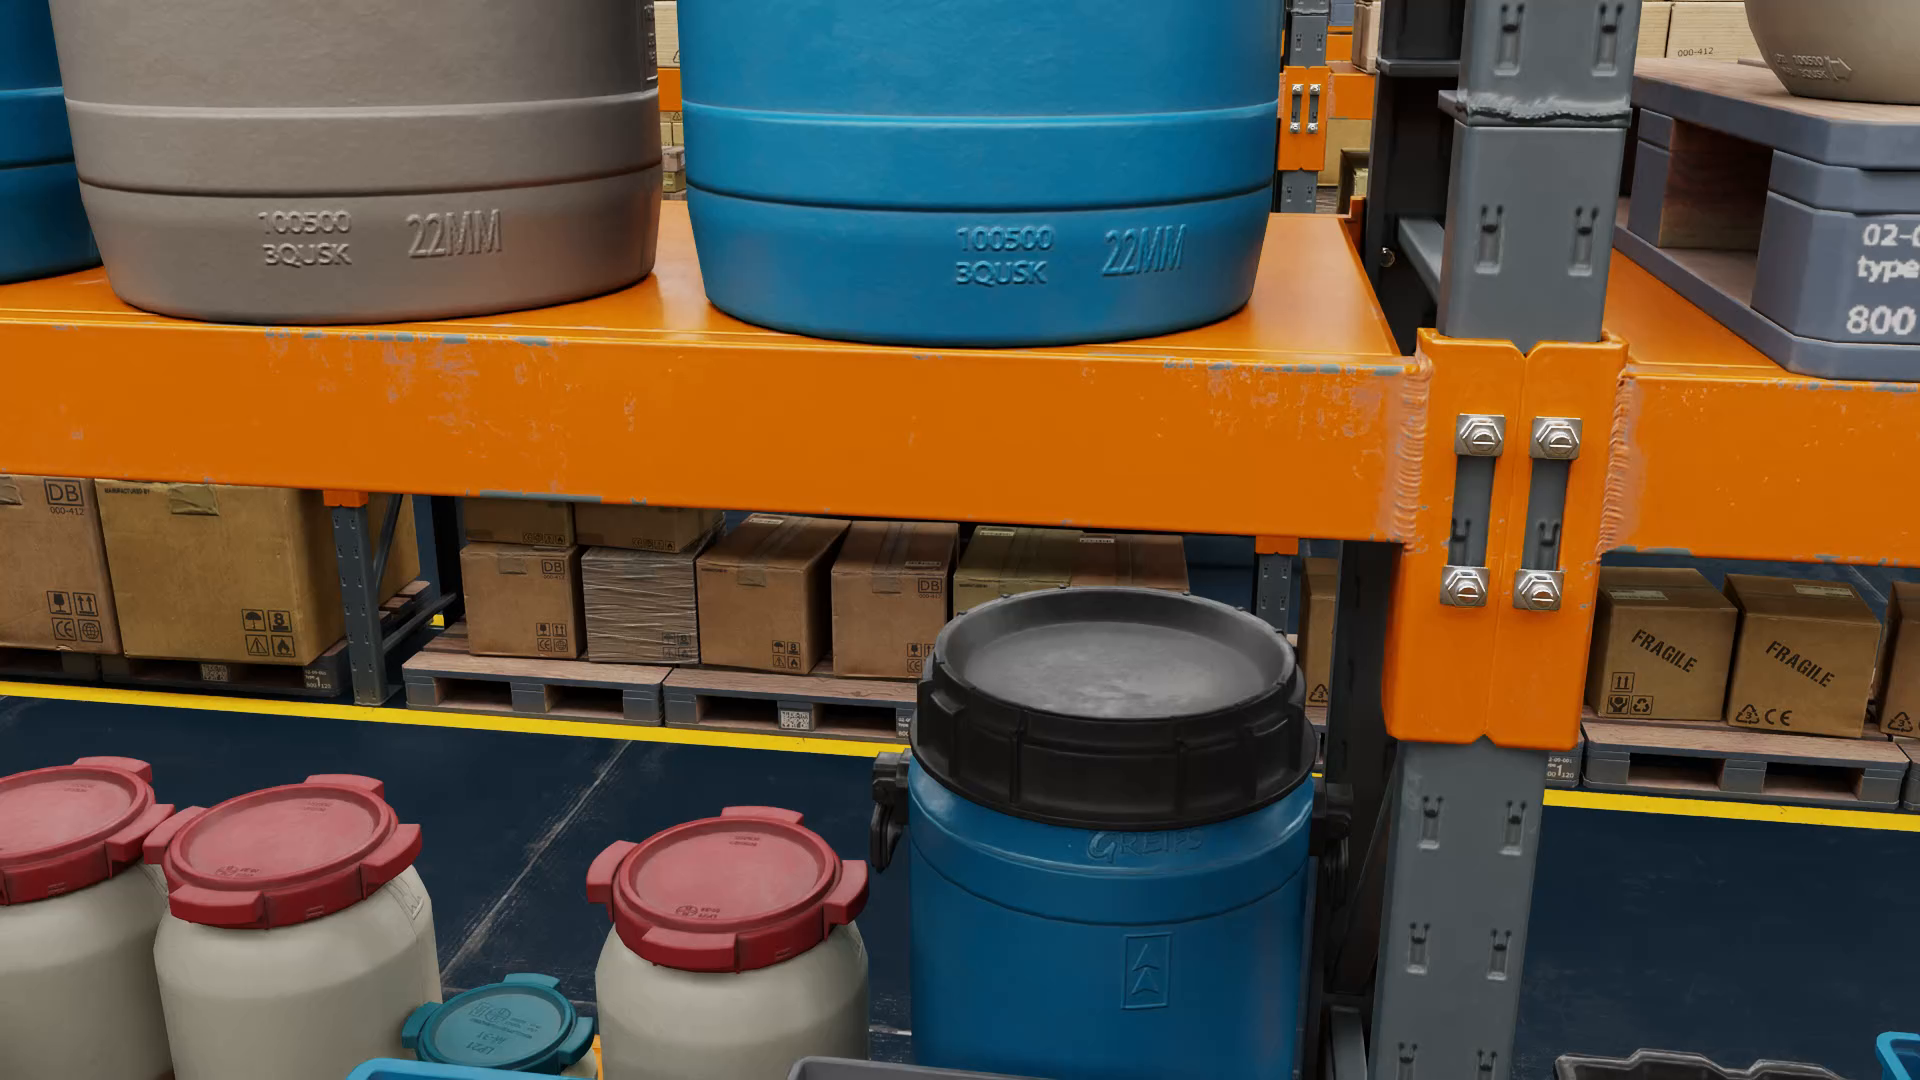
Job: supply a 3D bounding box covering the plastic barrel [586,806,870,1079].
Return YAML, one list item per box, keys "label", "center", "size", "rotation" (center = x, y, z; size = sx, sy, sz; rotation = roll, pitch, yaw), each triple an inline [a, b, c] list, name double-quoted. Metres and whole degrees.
- label: "plastic barrel"
  center: [-0.354, 0.750, 2.619]
  size: [0.433, 0.535, 0.433]
  rotation: [0, 18, 0]

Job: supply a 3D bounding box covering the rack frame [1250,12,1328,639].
- label: "rack frame"
  center: [1.341, -0.620, 6.928]
  size: [0.127, 3.000, 1.000]
  rotation: [3, 19, 9]

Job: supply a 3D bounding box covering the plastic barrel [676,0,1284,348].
- label: "plastic barrel"
  center: [0.019, -0.686, 1.609]
  size: [0.708, 0.901, 0.600]
  rotation: [3, 19, 9]

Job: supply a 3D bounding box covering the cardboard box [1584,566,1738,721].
- label: "cardboard box"
  center: [2.922, 0.432, 7.062]
  size: [0.500, 0.500, 0.500]
  rotation: [1, 19, 4]

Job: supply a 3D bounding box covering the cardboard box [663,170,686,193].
- label: "cardboard box"
  center: [-2.167, -2.678, 12.346]
  size: [0.250, 0.149, 0.380]
  rotation: [4, 19, 11]

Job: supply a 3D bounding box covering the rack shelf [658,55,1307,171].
- label: "rack shelf"
  center: [-0.633, -1.802, 6.868]
  size: [4.000, 0.370, 1.077]
  rotation: [3, 19, 9]

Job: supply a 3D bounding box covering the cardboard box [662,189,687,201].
- label: "cardboard box"
  center: [-2.131, -2.536, 12.389]
  size: [0.250, 0.149, 0.380]
  rotation: [3, 19, 8]

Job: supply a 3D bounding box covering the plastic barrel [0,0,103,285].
- label: "plastic barrel"
  center: [-1.272, -0.752, 1.805]
  size: [0.708, 0.901, 0.600]
  rotation: [3, 19, 9]

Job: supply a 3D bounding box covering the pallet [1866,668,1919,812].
- label: "pallet"
  center: [4.419, 0.848, 6.936]
  size: [1.213, 0.211, 1.003]
  rotation: [3, 19, 9]

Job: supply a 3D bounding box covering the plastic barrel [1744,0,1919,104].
- label: "plastic barrel"
  center: [0.950, -0.660, 1.482]
  size: [0.421, 0.512, 0.421]
  rotation: [0, 18, 0]

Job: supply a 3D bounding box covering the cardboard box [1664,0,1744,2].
- label: "cardboard box"
  center: [2.650, -1.995, 5.920]
  size: [0.250, 0.149, 0.380]
  rotation: [3, 19, 8]

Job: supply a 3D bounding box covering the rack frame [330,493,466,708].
- label: "rack frame"
  center: [-2.608, -0.821, 7.530]
  size: [0.127, 3.000, 1.000]
  rotation: [3, 19, 9]

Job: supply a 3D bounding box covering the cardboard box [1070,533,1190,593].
- label: "cardboard box"
  center: [0.739, 0.319, 7.368]
  size: [0.500, 0.500, 0.700]
  rotation: [1, 19, 4]

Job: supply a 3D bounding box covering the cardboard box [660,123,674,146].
- label: "cardboard box"
  center: [-3.083, -4.107, 16.798]
  size: [0.500, 0.250, 0.500]
  rotation: [2, 19, 7]

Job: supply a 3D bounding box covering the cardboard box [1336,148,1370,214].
- label: "cardboard box"
  center: [1.829, -1.346, 6.897]
  size: [0.500, 0.500, 0.500]
  rotation: [3, 19, 9]

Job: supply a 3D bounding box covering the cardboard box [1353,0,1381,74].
- label: "cardboard box"
  center: [1.745, -1.868, 6.169]
  size: [0.500, 0.250, 0.500]
  rotation: [2, 19, 7]

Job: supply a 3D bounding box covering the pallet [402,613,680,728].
- label: "pallet"
  center: [-1.837, 0.541, 7.854]
  size: [1.213, 0.211, 1.003]
  rotation: [3, 19, 9]

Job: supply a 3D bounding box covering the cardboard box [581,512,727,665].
- label: "cardboard box"
  center: [-1.394, 0.207, 7.703]
  size: [0.500, 0.500, 0.700]
  rotation: [1, 19, 4]

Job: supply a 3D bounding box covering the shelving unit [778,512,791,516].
- label: "shelving unit"
  center: [-0.977, -0.616, 9.741]
  size: [0.189, 1.200, 0.258]
  rotation: [1, 18, 10]

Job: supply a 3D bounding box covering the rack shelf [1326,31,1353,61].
- label: "rack shelf"
  center: [4.203, -3.149, 10.895]
  size: [4.000, 0.370, 1.077]
  rotation: [3, 19, 9]

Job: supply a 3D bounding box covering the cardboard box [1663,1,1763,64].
- label: "cardboard box"
  center: [2.757, -1.815, 6.009]
  size: [0.500, 0.250, 0.500]
  rotation: [2, 19, 6]

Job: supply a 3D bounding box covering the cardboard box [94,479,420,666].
- label: "cardboard box"
  center: [-3.286, -0.054, 7.924]
  size: [0.875, 0.875, 1.225]
  rotation: [2, 19, 6]

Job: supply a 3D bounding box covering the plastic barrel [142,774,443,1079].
- label: "plastic barrel"
  center: [-1.078, 0.714, 2.729]
  size: [0.433, 0.535, 0.433]
  rotation: [0, 18, 0]

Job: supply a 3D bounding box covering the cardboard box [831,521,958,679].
- label: "cardboard box"
  center: [-0.282, 0.261, 7.541]
  size: [0.500, 0.500, 0.700]
  rotation: [1, 19, 4]

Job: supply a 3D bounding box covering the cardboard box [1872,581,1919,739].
- label: "cardboard box"
  center: [4.081, 0.512, 6.824]
  size: [0.500, 0.500, 0.500]
  rotation: [8, 20, 23]

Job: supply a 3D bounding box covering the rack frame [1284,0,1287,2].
- label: "rack frame"
  center: [2.228, -5.014, 10.605]
  size: [0.127, 3.000, 1.000]
  rotation: [3, 19, 9]

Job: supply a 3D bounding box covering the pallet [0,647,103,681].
- label: "pallet"
  center: [-4.575, 0.376, 8.348]
  size: [1.213, 0.211, 1.003]
  rotation: [3, 19, 9]

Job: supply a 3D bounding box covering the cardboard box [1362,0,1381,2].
- label: "cardboard box"
  center: [1.613, -2.047, 6.076]
  size: [0.250, 0.149, 0.380]
  rotation: [2, 19, 7]

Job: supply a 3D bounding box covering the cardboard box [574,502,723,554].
- label: "cardboard box"
  center: [-1.416, -0.152, 7.595]
  size: [0.500, 0.250, 0.500]
  rotation: [5, 19, 15]

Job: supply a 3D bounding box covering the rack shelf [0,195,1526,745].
- label: "rack shelf"
  center: [-1.419, -0.250, 2.230]
  size: [4.000, 0.370, 1.077]
  rotation: [3, 19, 9]

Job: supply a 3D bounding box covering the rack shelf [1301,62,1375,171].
- label: "rack shelf"
  center: [3.316, -1.601, 6.266]
  size: [4.000, 0.370, 1.077]
  rotation: [3, 19, 9]

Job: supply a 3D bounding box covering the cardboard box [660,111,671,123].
- label: "cardboard box"
  center: [-3.084, -4.470, 16.701]
  size: [0.500, 0.500, 0.500]
  rotation: [3, 19, 8]

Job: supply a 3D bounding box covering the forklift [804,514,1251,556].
- label: "forklift"
  center: [0.664, -1.385, 9.324]
  size: [3.031, 2.935, 1.130]
  rotation: [2, 19, 5]

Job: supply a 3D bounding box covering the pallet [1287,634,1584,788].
- label: "pallet"
  center: [2.010, 0.725, 7.303]
  size: [1.213, 0.211, 1.003]
  rotation: [3, 19, 9]

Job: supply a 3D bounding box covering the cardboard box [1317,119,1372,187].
- label: "cardboard box"
  center: [2.587, -2.723, 11.275]
  size: [0.550, 0.550, 0.875]
  rotation: [3, 19, 9]

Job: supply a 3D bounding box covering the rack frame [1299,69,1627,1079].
- label: "rack frame"
  center: [0.556, 0.932, 2.291]
  size: [0.127, 3.000, 1.000]
  rotation: [3, 19, 9]

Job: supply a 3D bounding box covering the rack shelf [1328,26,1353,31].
- label: "rack shelf"
  center: [4.888, -4.705, 15.545]
  size: [4.000, 0.370, 1.077]
  rotation: [3, 19, 9]

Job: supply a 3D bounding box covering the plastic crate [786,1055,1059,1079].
- label: "plastic crate"
  center: [0.029, 0.973, 2.067]
  size: [0.583, 0.464, 0.402]
  rotation: [3, 19, 9]

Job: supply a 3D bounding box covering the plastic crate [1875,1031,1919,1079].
- label: "plastic crate"
  center: [1.692, 0.973, 2.402]
  size: [0.616, 0.251, 0.499]
  rotation: [3, 19, 9]
